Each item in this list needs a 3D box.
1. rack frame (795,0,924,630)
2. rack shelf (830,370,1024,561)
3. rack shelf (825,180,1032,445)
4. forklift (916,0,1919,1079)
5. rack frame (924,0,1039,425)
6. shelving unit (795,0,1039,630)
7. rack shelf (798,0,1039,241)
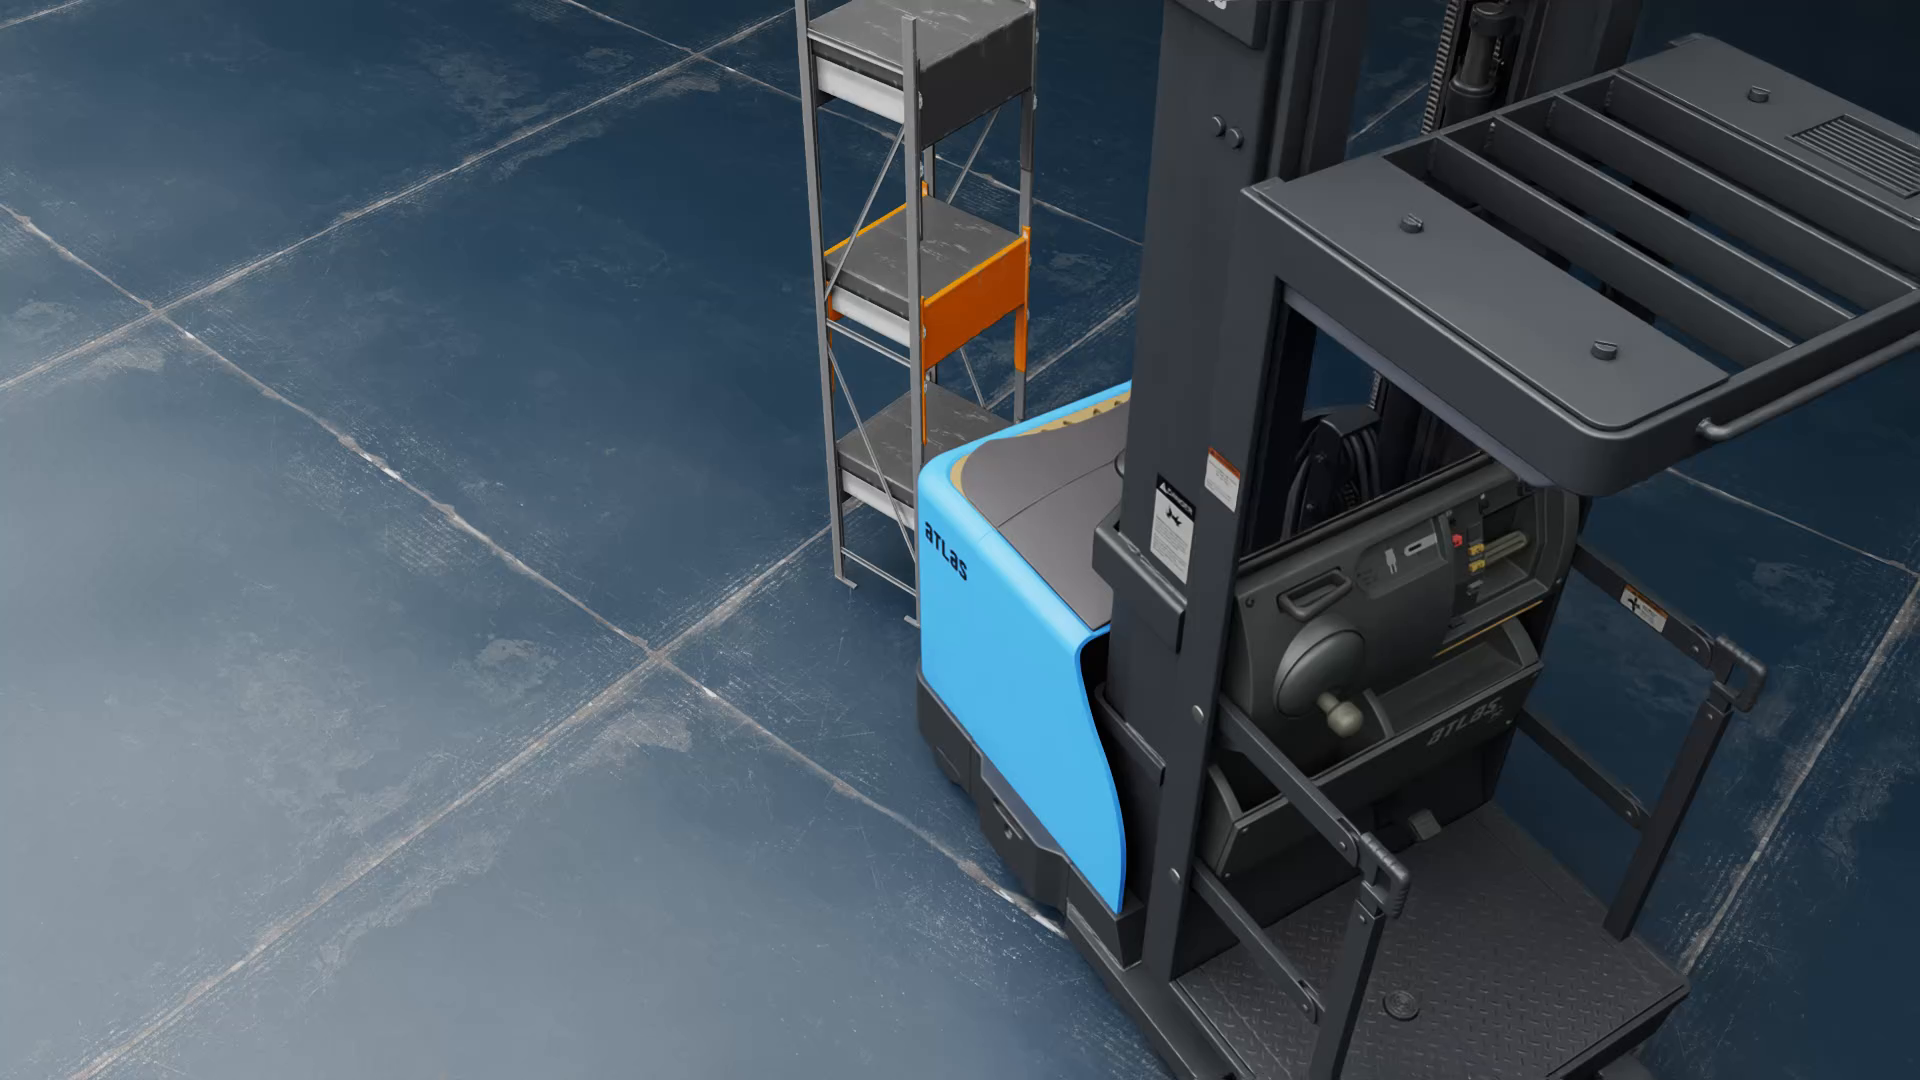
[{"bbox_3d":[-0.264,-0.566,4.812,0.400,2.100,0.015,29,50,28],"label":"rack frame"},{"bbox_3d":[-0.107,-0.164,5.430,0.431,0.518,0.480,29,50,28],"label":"rack shelf"},{"bbox_3d":[-0.107,-0.682,4.959,0.431,0.518,0.480,29,50,28],"label":"rack shelf"},{"bbox_3d":[1.072,0.180,3.373,1.130,2.935,3.031,-22,47,-23],"label":"forklift"},{"bbox_3d":[0.050,-0.817,5.088,0.400,2.100,0.015,29,50,28],"label":"rack frame"},{"bbox_3d":[-0.107,-0.692,4.950,0.431,2.100,0.503,29,50,28],"label":"shelving unit"},{"bbox_3d":[-0.107,-1.199,4.488,0.431,0.518,0.480,29,50,28],"label":"rack shelf"}]
